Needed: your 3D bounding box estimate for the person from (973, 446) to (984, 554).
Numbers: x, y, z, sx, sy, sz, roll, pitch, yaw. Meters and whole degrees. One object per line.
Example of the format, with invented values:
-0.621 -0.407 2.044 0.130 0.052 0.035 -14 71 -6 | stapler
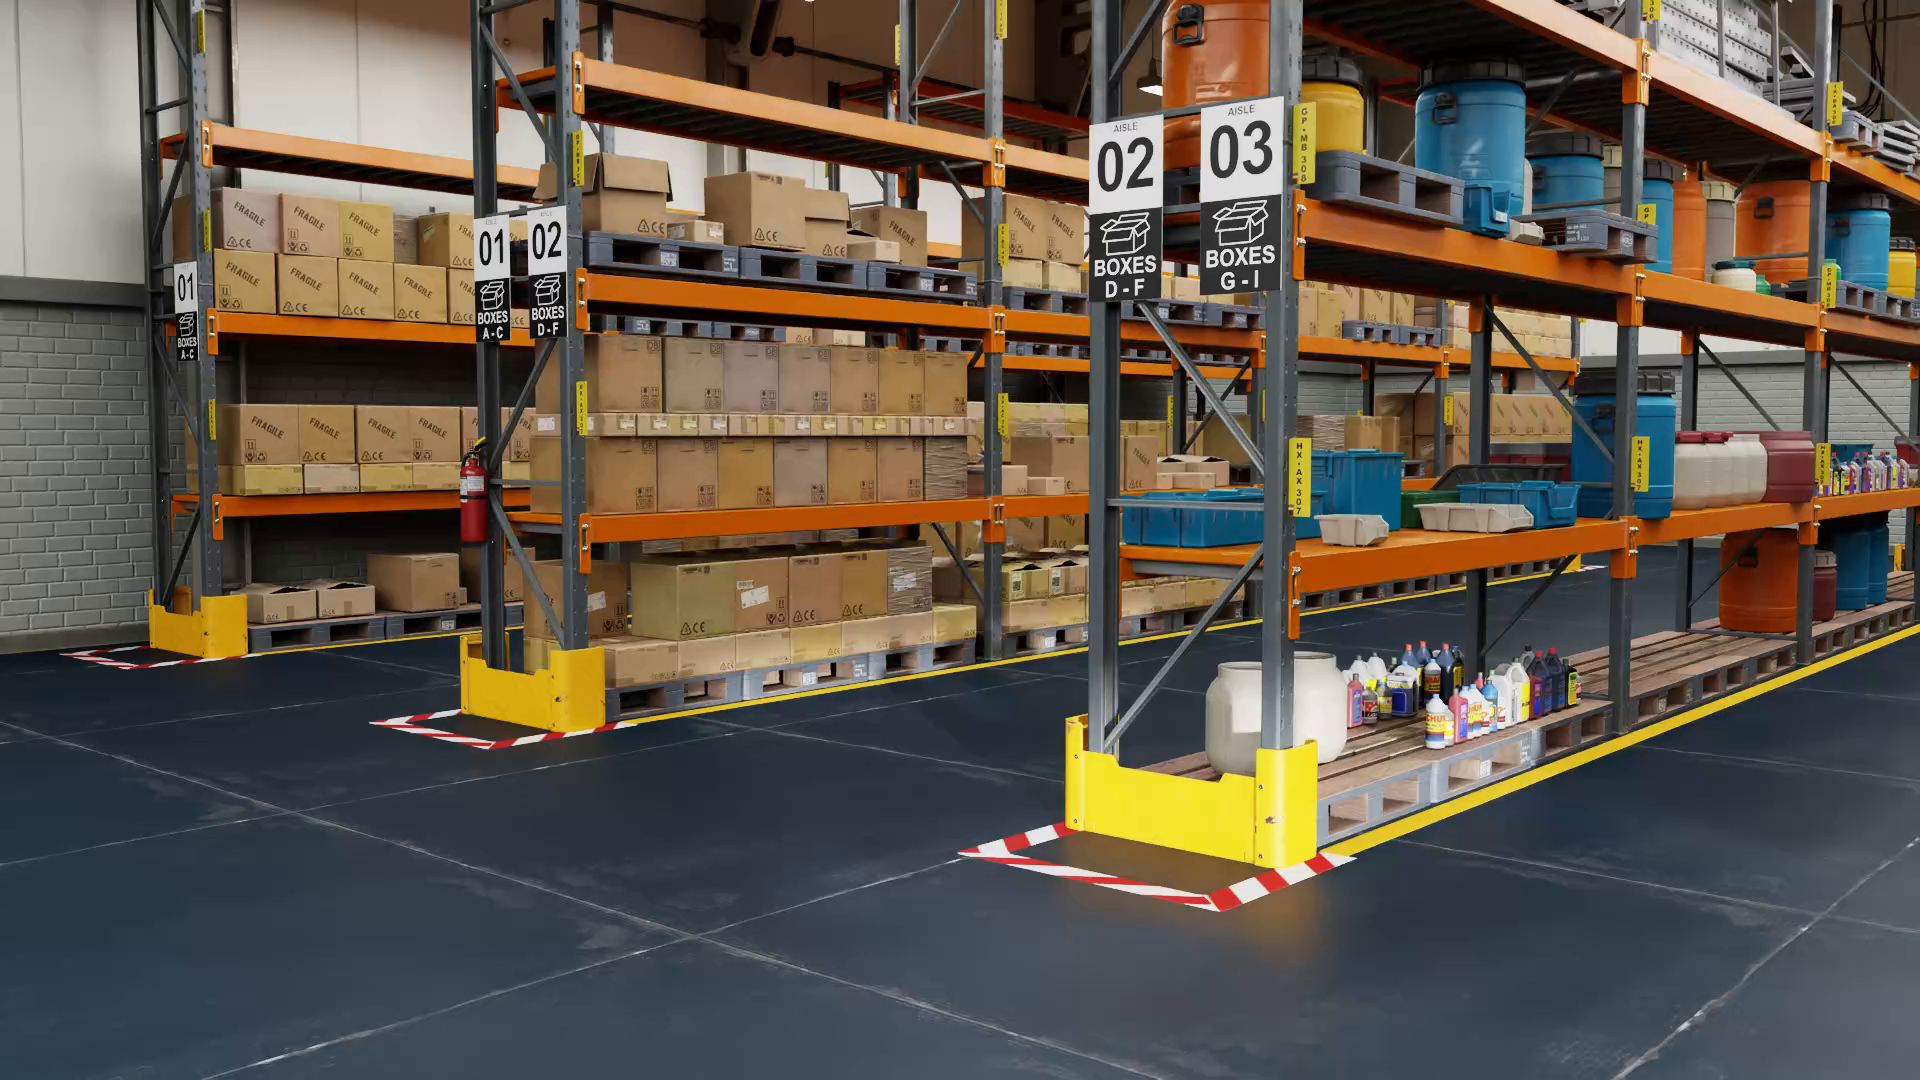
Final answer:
0.240 -0.083 16.298 0.405 1.679 0.528 0 4 1 | person
